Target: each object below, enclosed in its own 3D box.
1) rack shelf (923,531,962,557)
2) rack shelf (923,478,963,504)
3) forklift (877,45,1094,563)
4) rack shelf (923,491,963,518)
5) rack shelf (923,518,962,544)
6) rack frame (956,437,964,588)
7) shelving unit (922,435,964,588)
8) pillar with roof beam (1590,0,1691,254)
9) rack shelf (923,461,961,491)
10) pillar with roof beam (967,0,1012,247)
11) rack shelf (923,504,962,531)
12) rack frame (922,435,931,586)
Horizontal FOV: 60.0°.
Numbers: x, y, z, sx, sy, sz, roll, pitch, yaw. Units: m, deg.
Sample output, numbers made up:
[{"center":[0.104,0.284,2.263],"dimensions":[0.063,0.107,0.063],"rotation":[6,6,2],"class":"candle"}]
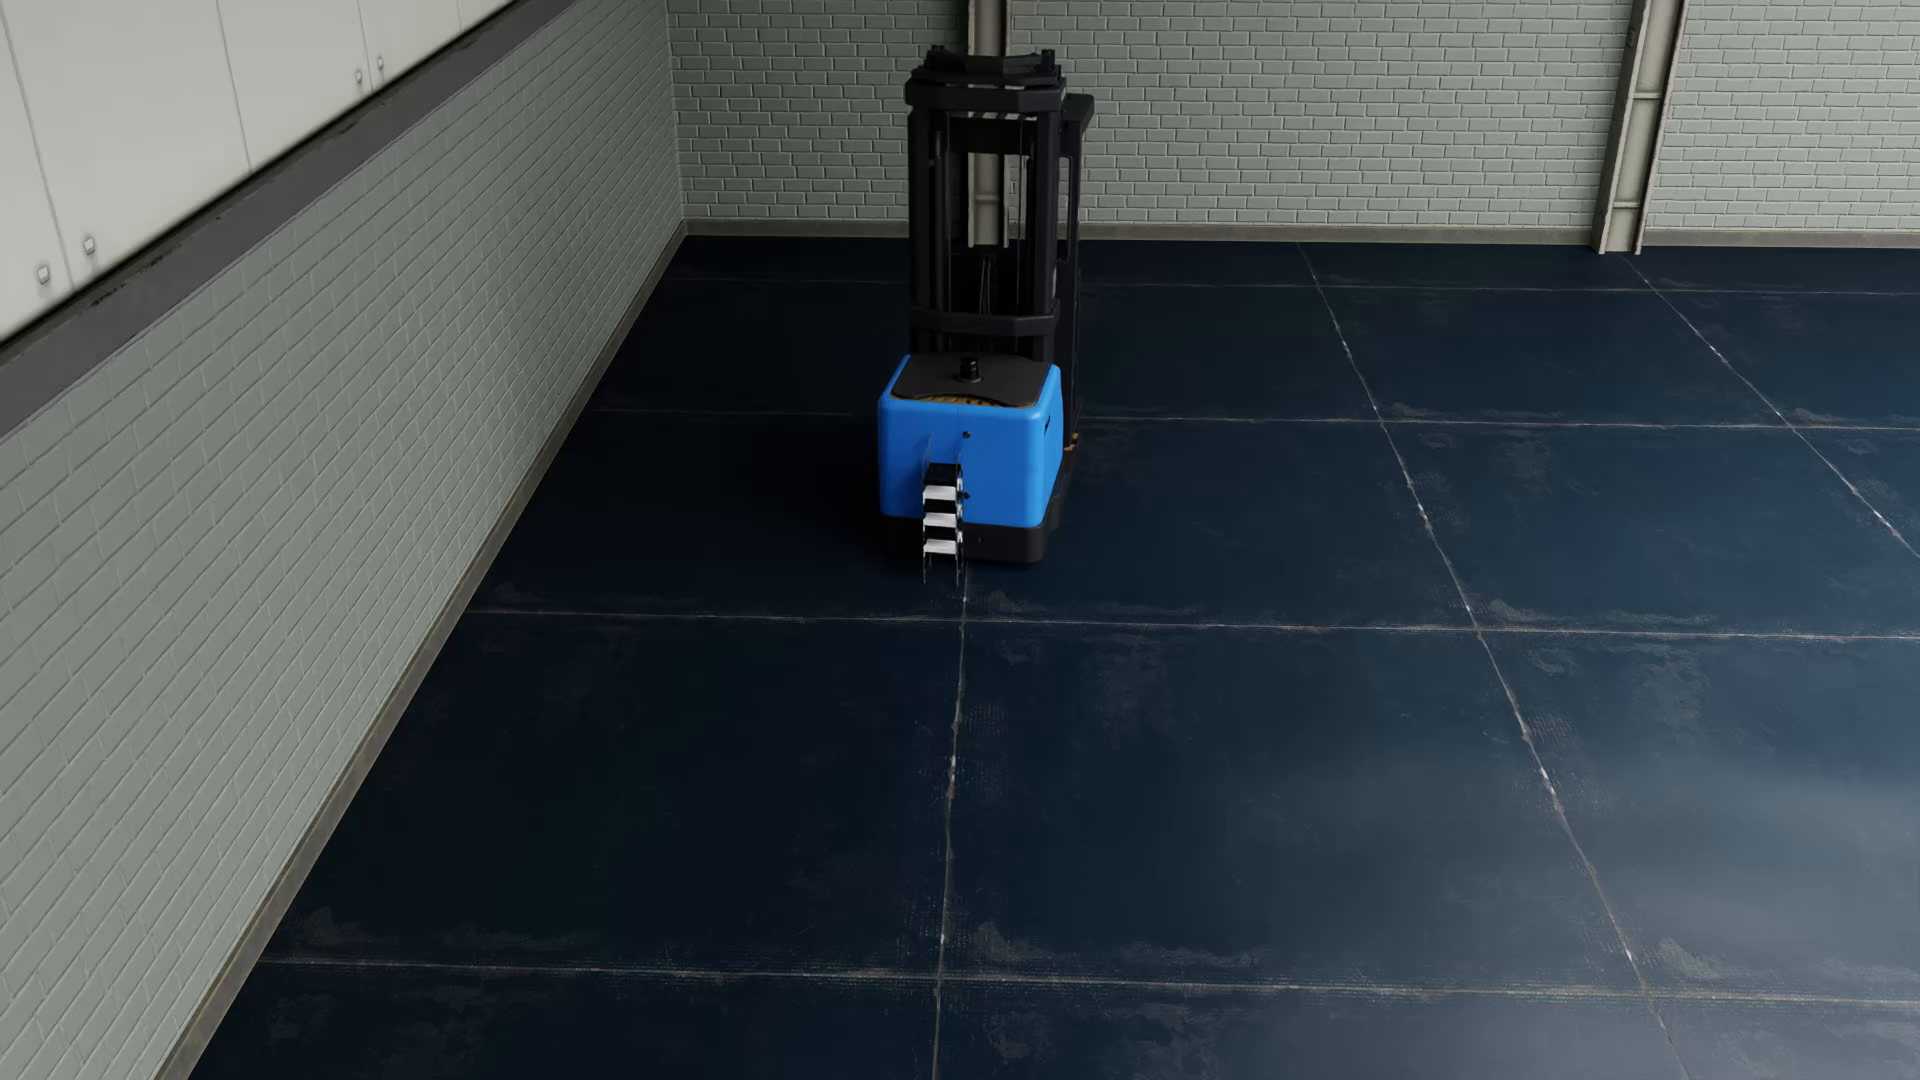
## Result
[{"center":[-0.101,0.022,10.129],"dimensions":[0.200,0.077,0.258],"rotation":[4,28,8],"class":"rack shelf"},{"center":[-0.101,-0.296,9.960],"dimensions":[0.200,0.077,0.258],"rotation":[4,28,8],"class":"rack shelf"},{"center":[0.261,-1.823,10.984],"dimensions":[1.130,2.935,3.031],"rotation":[5,28,9],"class":"forklift"},{"center":[-0.101,-0.217,10.002],"dimensions":[0.200,0.077,0.258],"rotation":[4,28,8],"class":"rack shelf"},{"center":[-0.101,-0.057,10.086],"dimensions":[0.200,0.077,0.258],"rotation":[4,28,8],"class":"rack shelf"},{"center":[-0.001,-0.159,10.014],"dimensions":[0.006,0.900,0.240],"rotation":[4,28,8],"class":"rack frame"},{"center":[-0.101,-0.166,10.029],"dimensions":[0.210,0.900,0.258],"rotation":[4,28,8],"class":"shelving unit"},{"center":[6.119,-4.749,10.027],"dimensions":[0.400,9.000,9.100],"rotation":[1,28,2],"class":"pillar with roof beam"},{"center":[-0.101,-0.376,9.918],"dimensions":[0.200,0.077,0.258],"rotation":[4,28,8],"class":"rack shelf"},{"center":[0.122,-4.849,10.214],"dimensions":[0.400,9.000,9.100],"rotation":[1,28,2],"class":"pillar with roof beam"},{"center":[-0.101,-0.137,10.044],"dimensions":[0.200,0.077,0.258],"rotation":[4,28,8],"class":"rack shelf"},{"center":[-0.202,-0.174,10.043],"dimensions":[0.006,0.900,0.240],"rotation":[4,28,8],"class":"rack frame"}]
